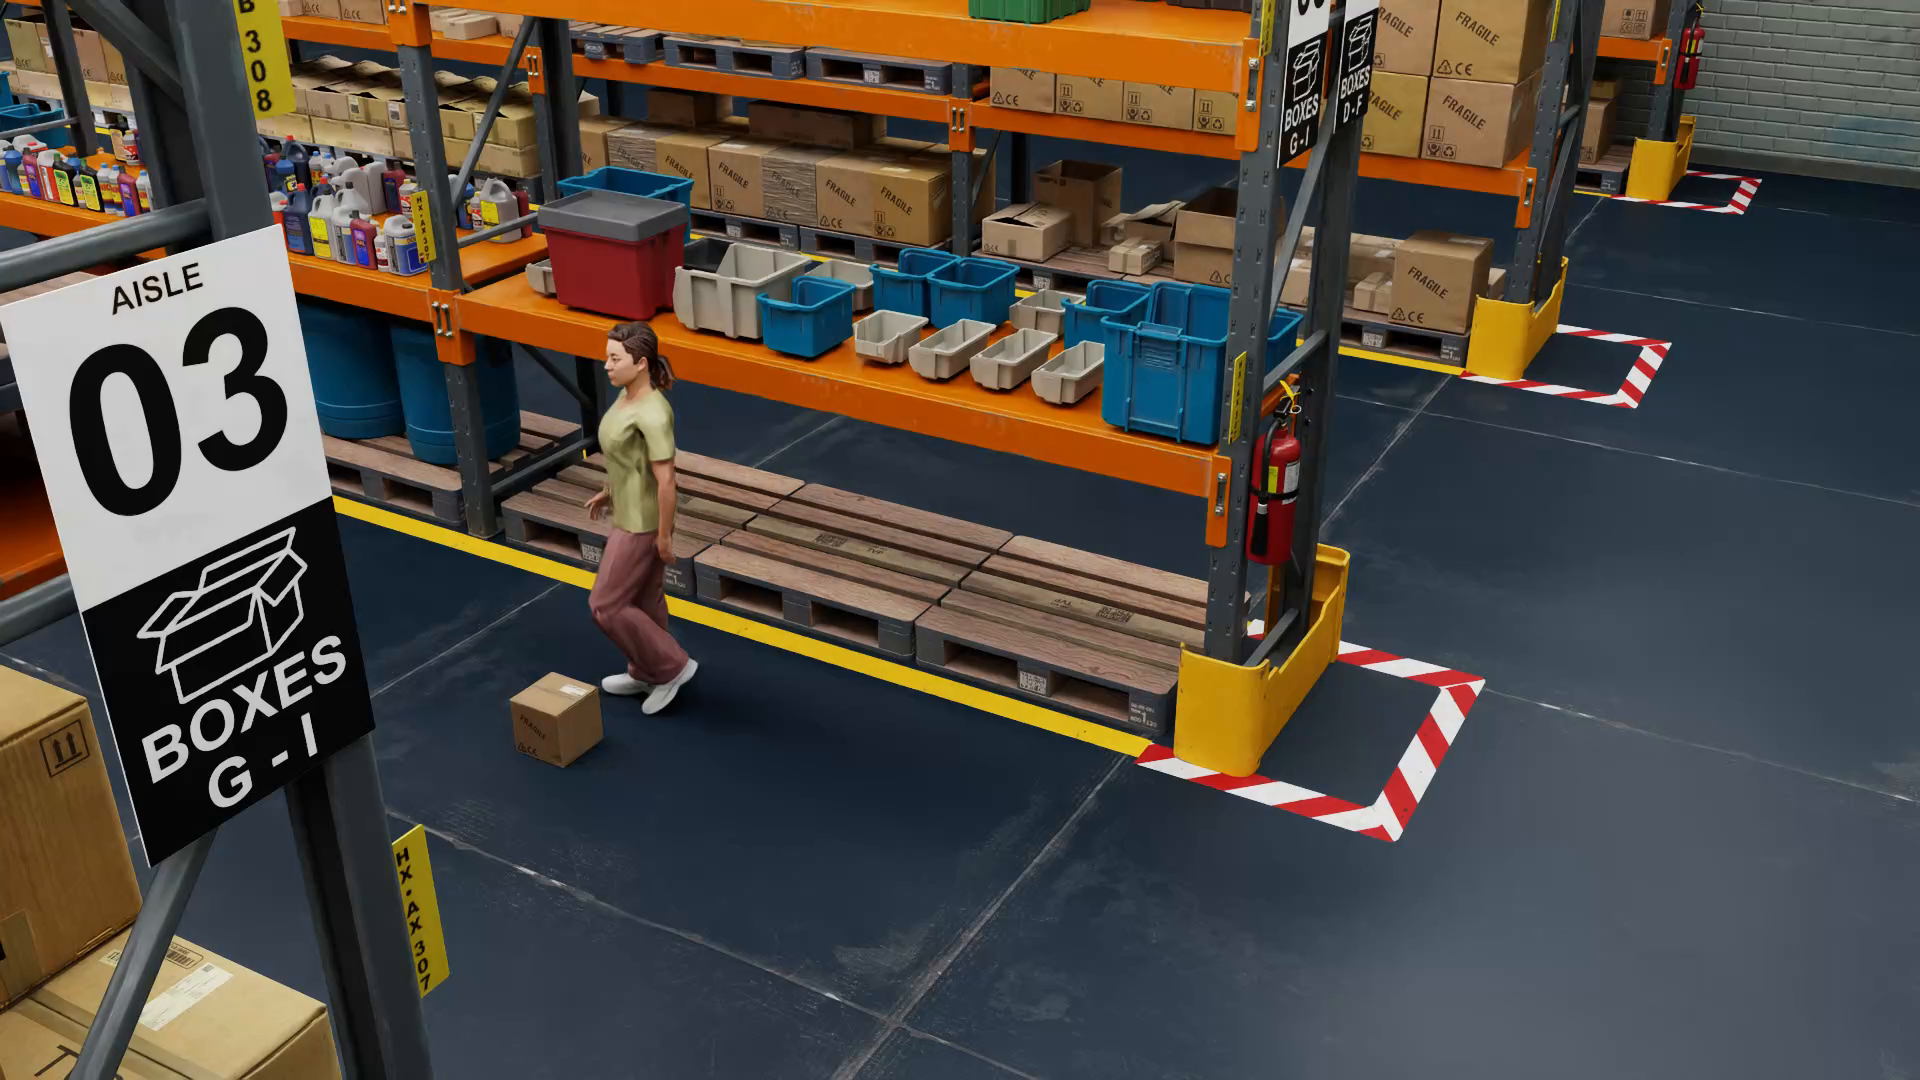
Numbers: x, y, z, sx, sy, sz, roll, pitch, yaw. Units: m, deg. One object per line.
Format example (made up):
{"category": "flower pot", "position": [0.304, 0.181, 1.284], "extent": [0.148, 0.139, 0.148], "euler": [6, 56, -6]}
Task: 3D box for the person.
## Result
{"category": "person", "position": [-1.325, -0.083, 6.771], "extent": [0.445, 1.669, 0.522], "euler": [-7, 27, -13]}
